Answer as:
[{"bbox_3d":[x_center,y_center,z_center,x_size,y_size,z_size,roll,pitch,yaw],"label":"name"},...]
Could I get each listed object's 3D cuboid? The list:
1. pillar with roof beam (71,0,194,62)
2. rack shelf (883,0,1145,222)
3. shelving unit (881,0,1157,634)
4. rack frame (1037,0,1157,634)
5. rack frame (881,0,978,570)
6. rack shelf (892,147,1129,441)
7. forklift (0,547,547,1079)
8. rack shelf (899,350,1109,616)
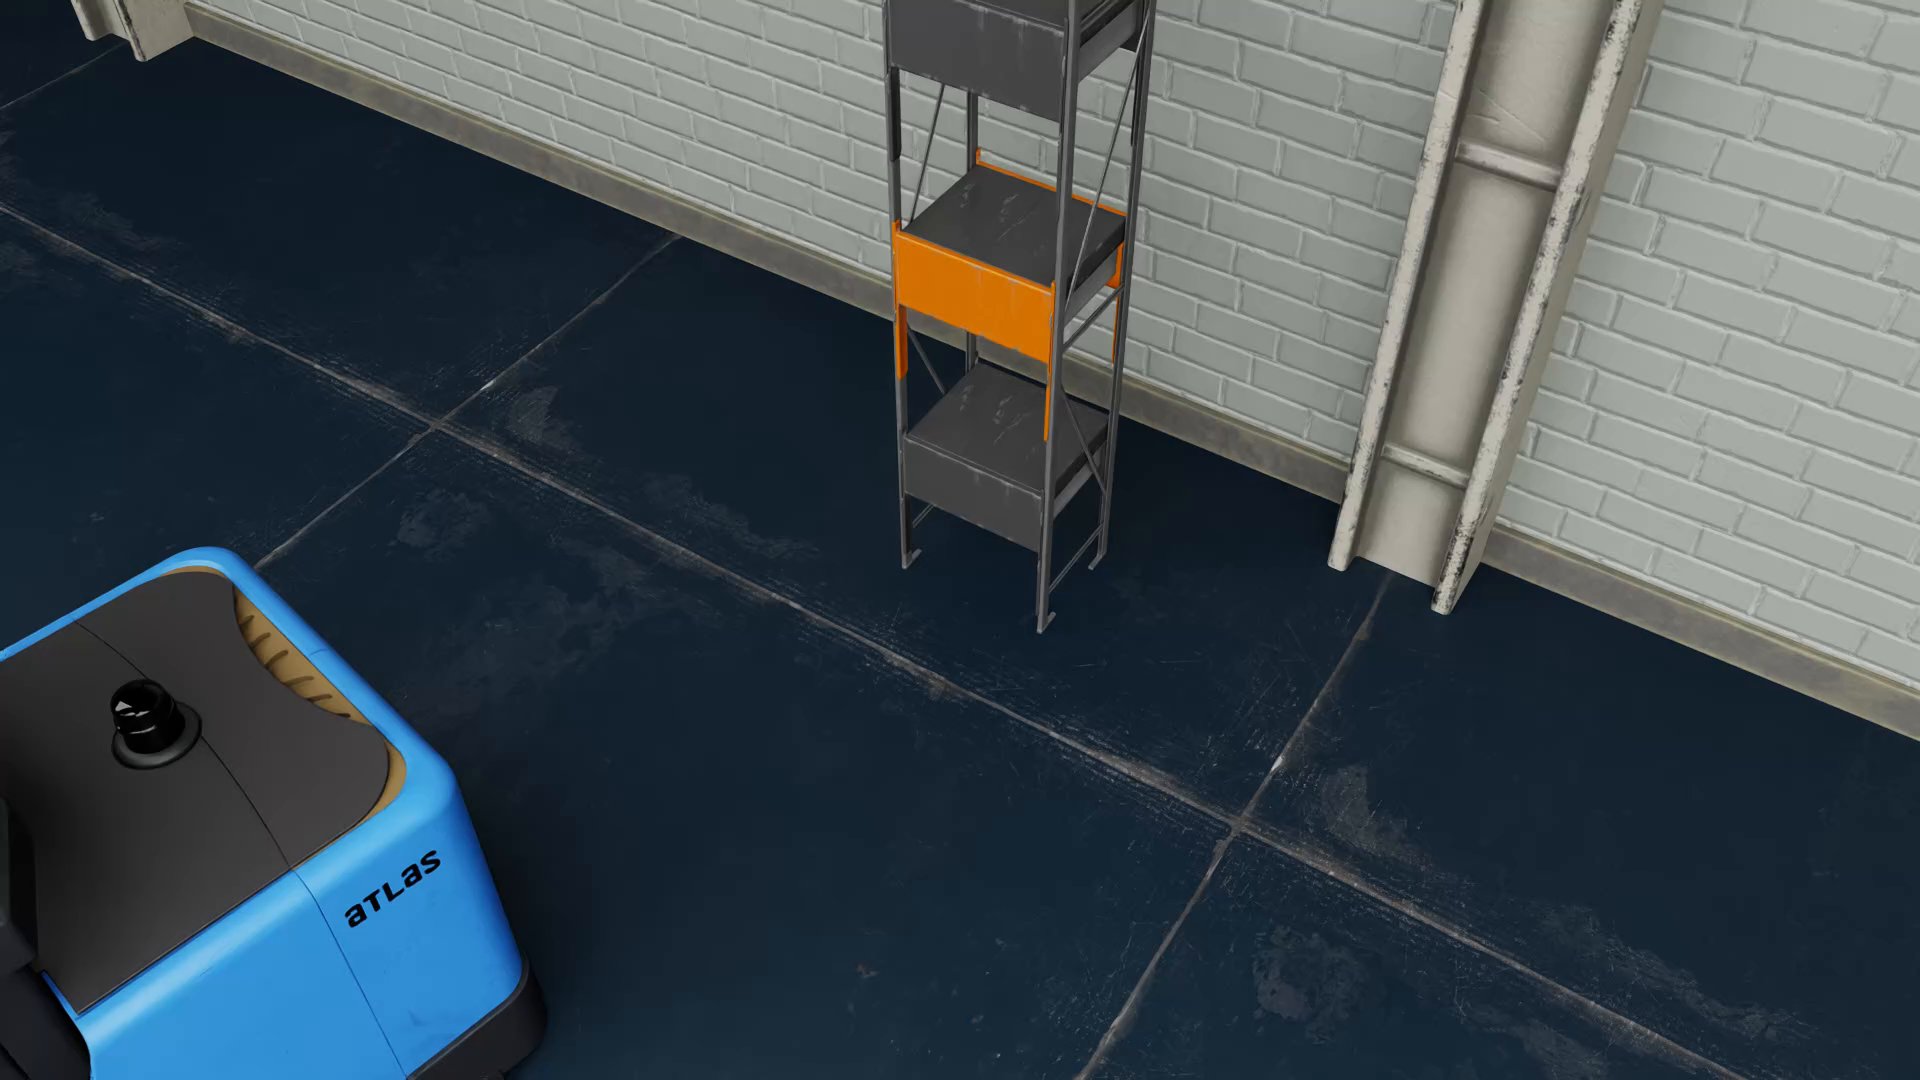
[{"bbox_3d":[-5.984,-2.800,1.696,0.400,9.000,9.100,25,51,22],"label":"pillar with roof beam"},{"bbox_3d":[0.139,-1.146,3.942,0.480,0.518,0.431,25,51,22],"label":"rack shelf"},{"bbox_3d":[0.139,-0.668,4.435,0.503,2.100,0.431,25,51,22],"label":"shelving unit"},{"bbox_3d":[0.345,-0.573,4.343,0.015,2.100,0.400,25,51,22],"label":"rack frame"},{"bbox_3d":[-0.066,-0.762,4.526,0.015,2.100,0.400,25,51,22],"label":"rack frame"},{"bbox_3d":[0.139,-0.658,4.444,0.480,0.518,0.431,25,51,22],"label":"rack shelf"},{"bbox_3d":[-2.384,0.714,2.512,1.130,2.935,3.031,35,55,29],"label":"forklift"},{"bbox_3d":[0.139,-0.170,4.946,0.480,0.518,0.431,25,51,22],"label":"rack shelf"}]
